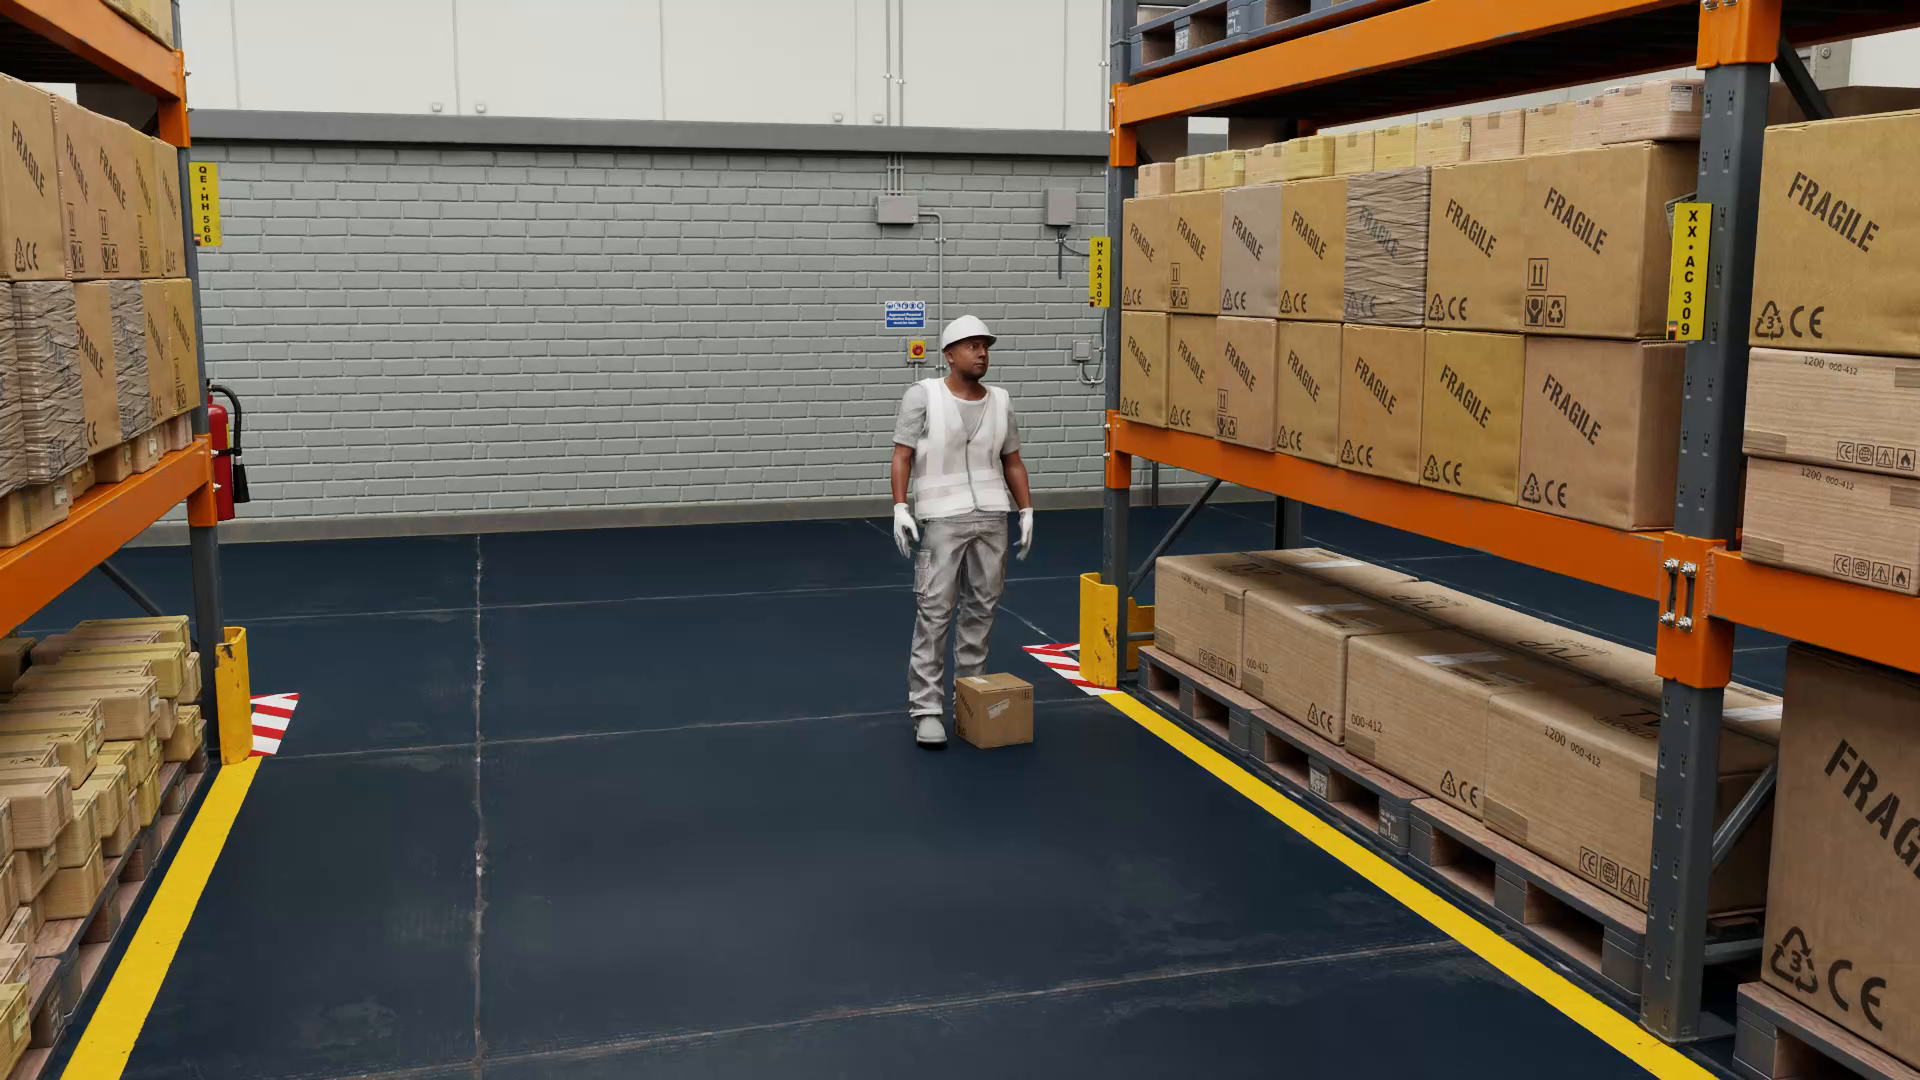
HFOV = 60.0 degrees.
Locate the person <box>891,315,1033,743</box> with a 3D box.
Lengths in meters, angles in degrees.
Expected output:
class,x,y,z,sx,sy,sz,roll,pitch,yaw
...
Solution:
class,x,y,z,sx,sy,sz,roll,pitch,yaw
person,0.037,-0.065,7.150,0.657,1.784,0.575,-4,10,-23
